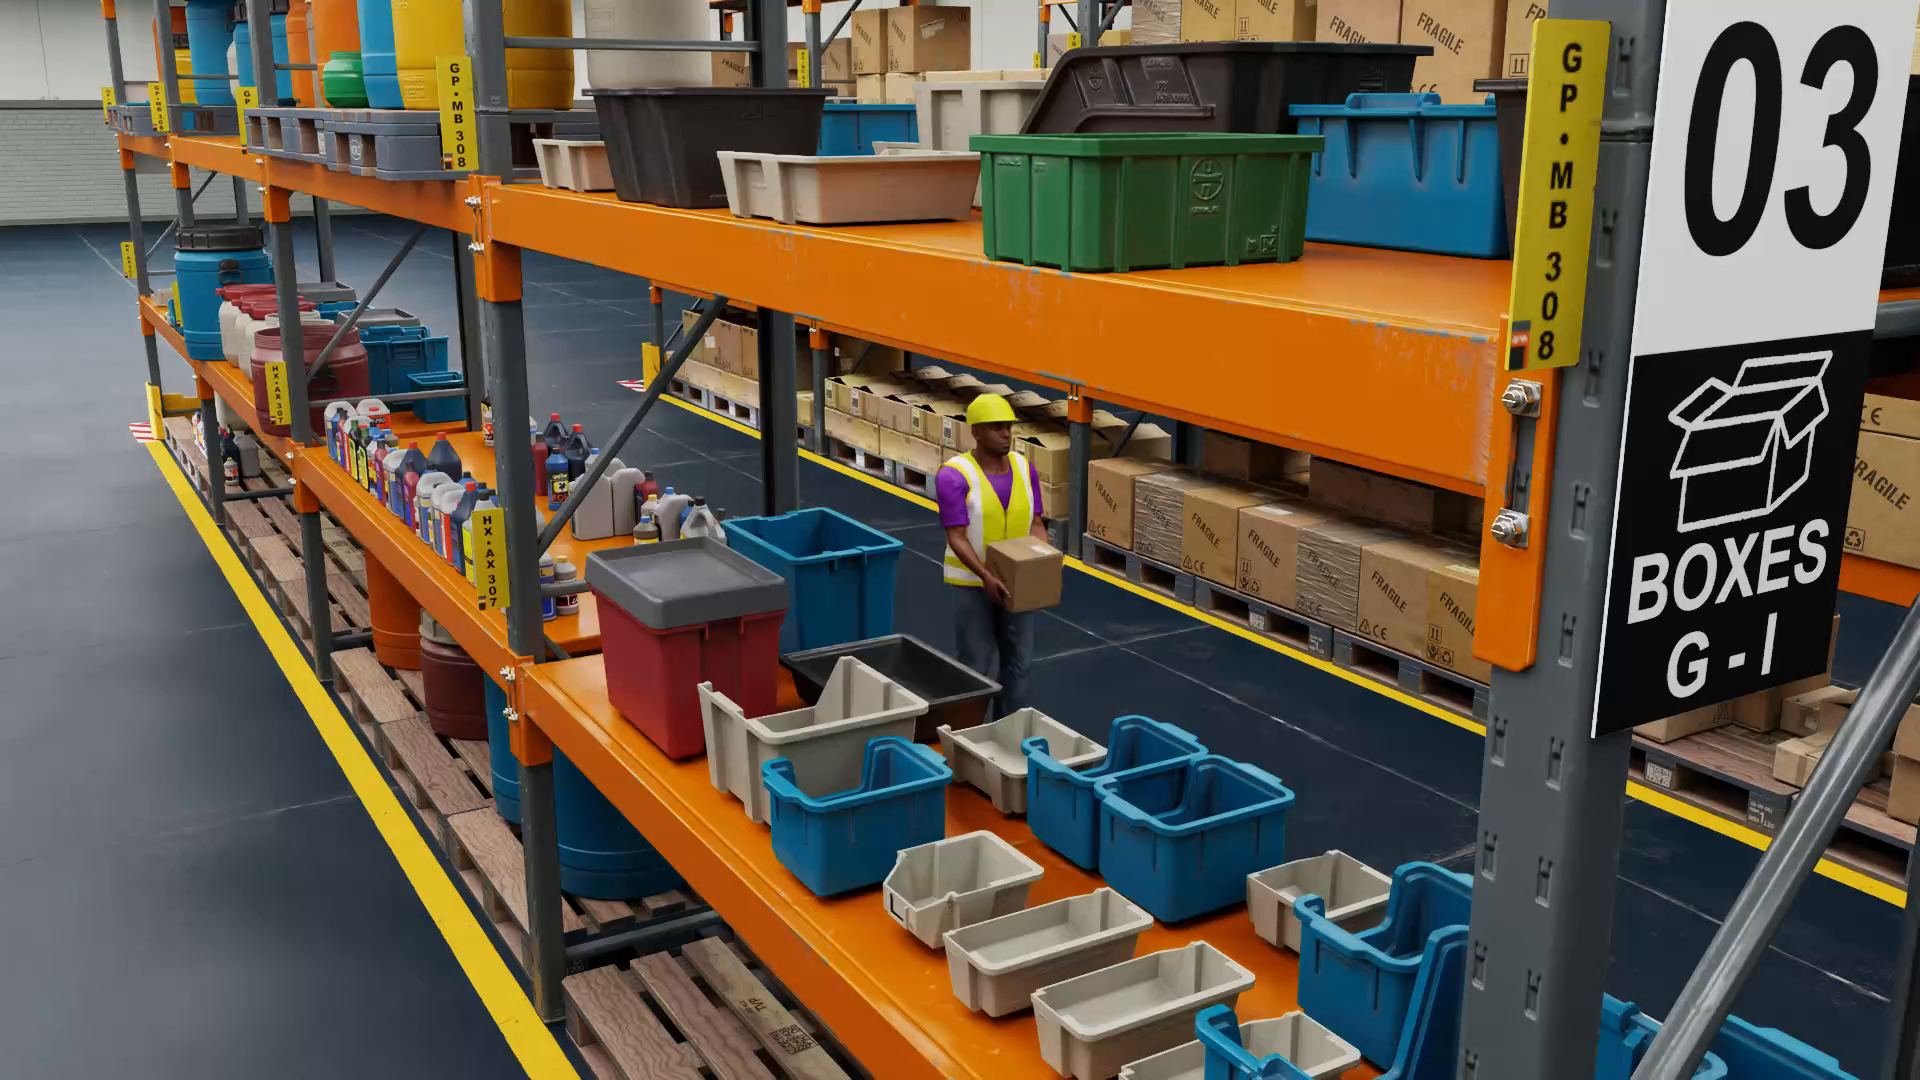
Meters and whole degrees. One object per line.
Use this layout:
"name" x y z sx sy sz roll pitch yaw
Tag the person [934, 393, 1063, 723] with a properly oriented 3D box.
"person" 0.193 0.221 7.625 0.535 1.769 0.560 -9 17 -30
